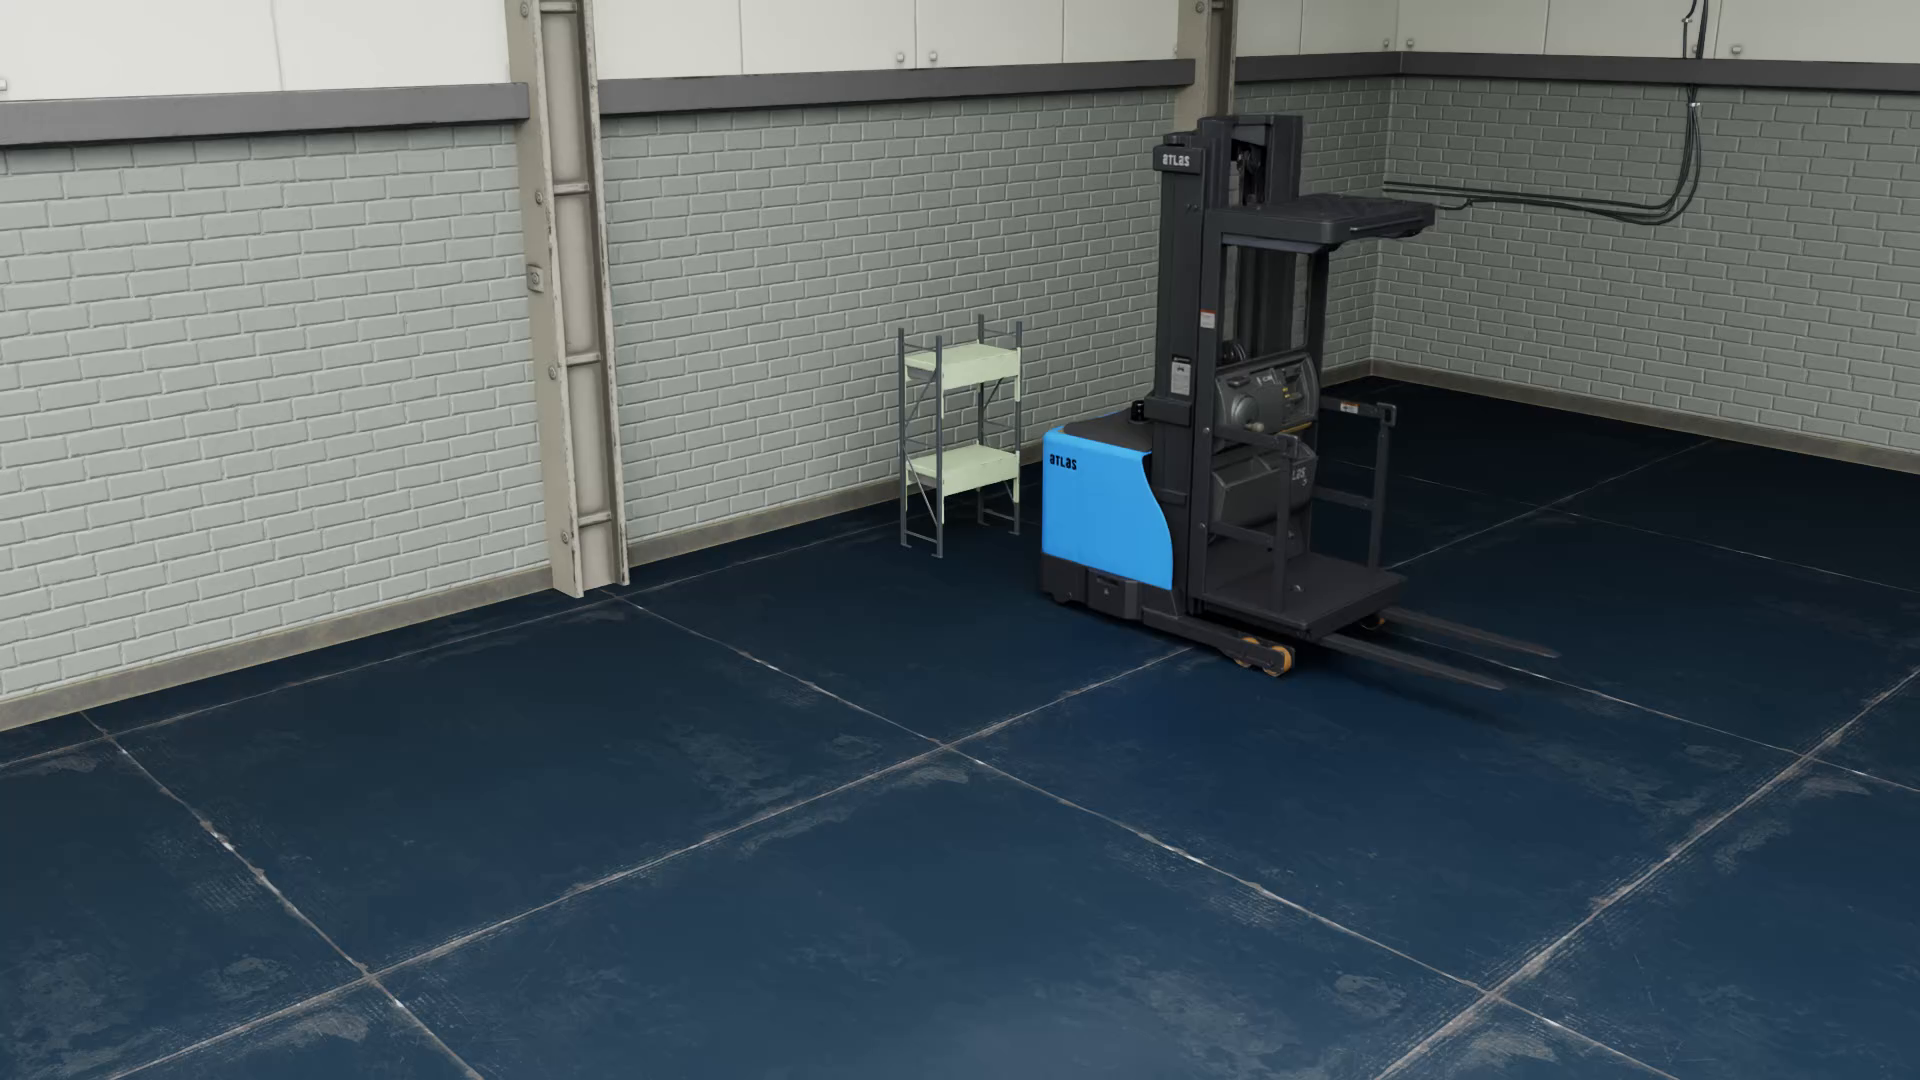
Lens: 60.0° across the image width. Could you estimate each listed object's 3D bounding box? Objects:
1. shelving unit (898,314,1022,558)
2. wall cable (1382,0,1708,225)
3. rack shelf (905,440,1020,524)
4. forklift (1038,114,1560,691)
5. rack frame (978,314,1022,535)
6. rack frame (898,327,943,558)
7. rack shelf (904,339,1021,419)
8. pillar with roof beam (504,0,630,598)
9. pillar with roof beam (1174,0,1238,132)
[{"bbox_3d":[0.005,-0.715,11.258,0.755,1.500,0.431,-16,24,-41],"label":"shelving unit"},{"bbox_3d":[5.056,-4.116,14.622,0.112,2.526,3.097,-16,24,-41],"label":"wall cable"},{"bbox_3d":[0.005,-0.405,11.358,0.720,0.370,0.431,-16,24,-41],"label":"rack shelf"},{"bbox_3d":[1.893,-0.823,9.272,3.031,2.935,1.130,17,24,42],"label":"forklift"},{"bbox_3d":[0.271,-0.792,11.497,0.023,1.500,0.400,-16,24,-41],"label":"rack frame"},{"bbox_3d":[-0.261,-0.637,11.019,0.023,1.500,0.400,-16,24,-41],"label":"rack frame"},{"bbox_3d":[0.005,-1.086,11.137,0.720,0.370,0.431,-16,24,-41],"label":"rack shelf"},{"bbox_3d":[0.605,-3.029,6.235,0.400,9.000,9.100,-16,24,-41],"label":"pillar with roof beam"},{"bbox_3d":[4.964,-4.300,10.156,0.400,9.000,9.100,-16,24,-41],"label":"pillar with roof beam"}]
